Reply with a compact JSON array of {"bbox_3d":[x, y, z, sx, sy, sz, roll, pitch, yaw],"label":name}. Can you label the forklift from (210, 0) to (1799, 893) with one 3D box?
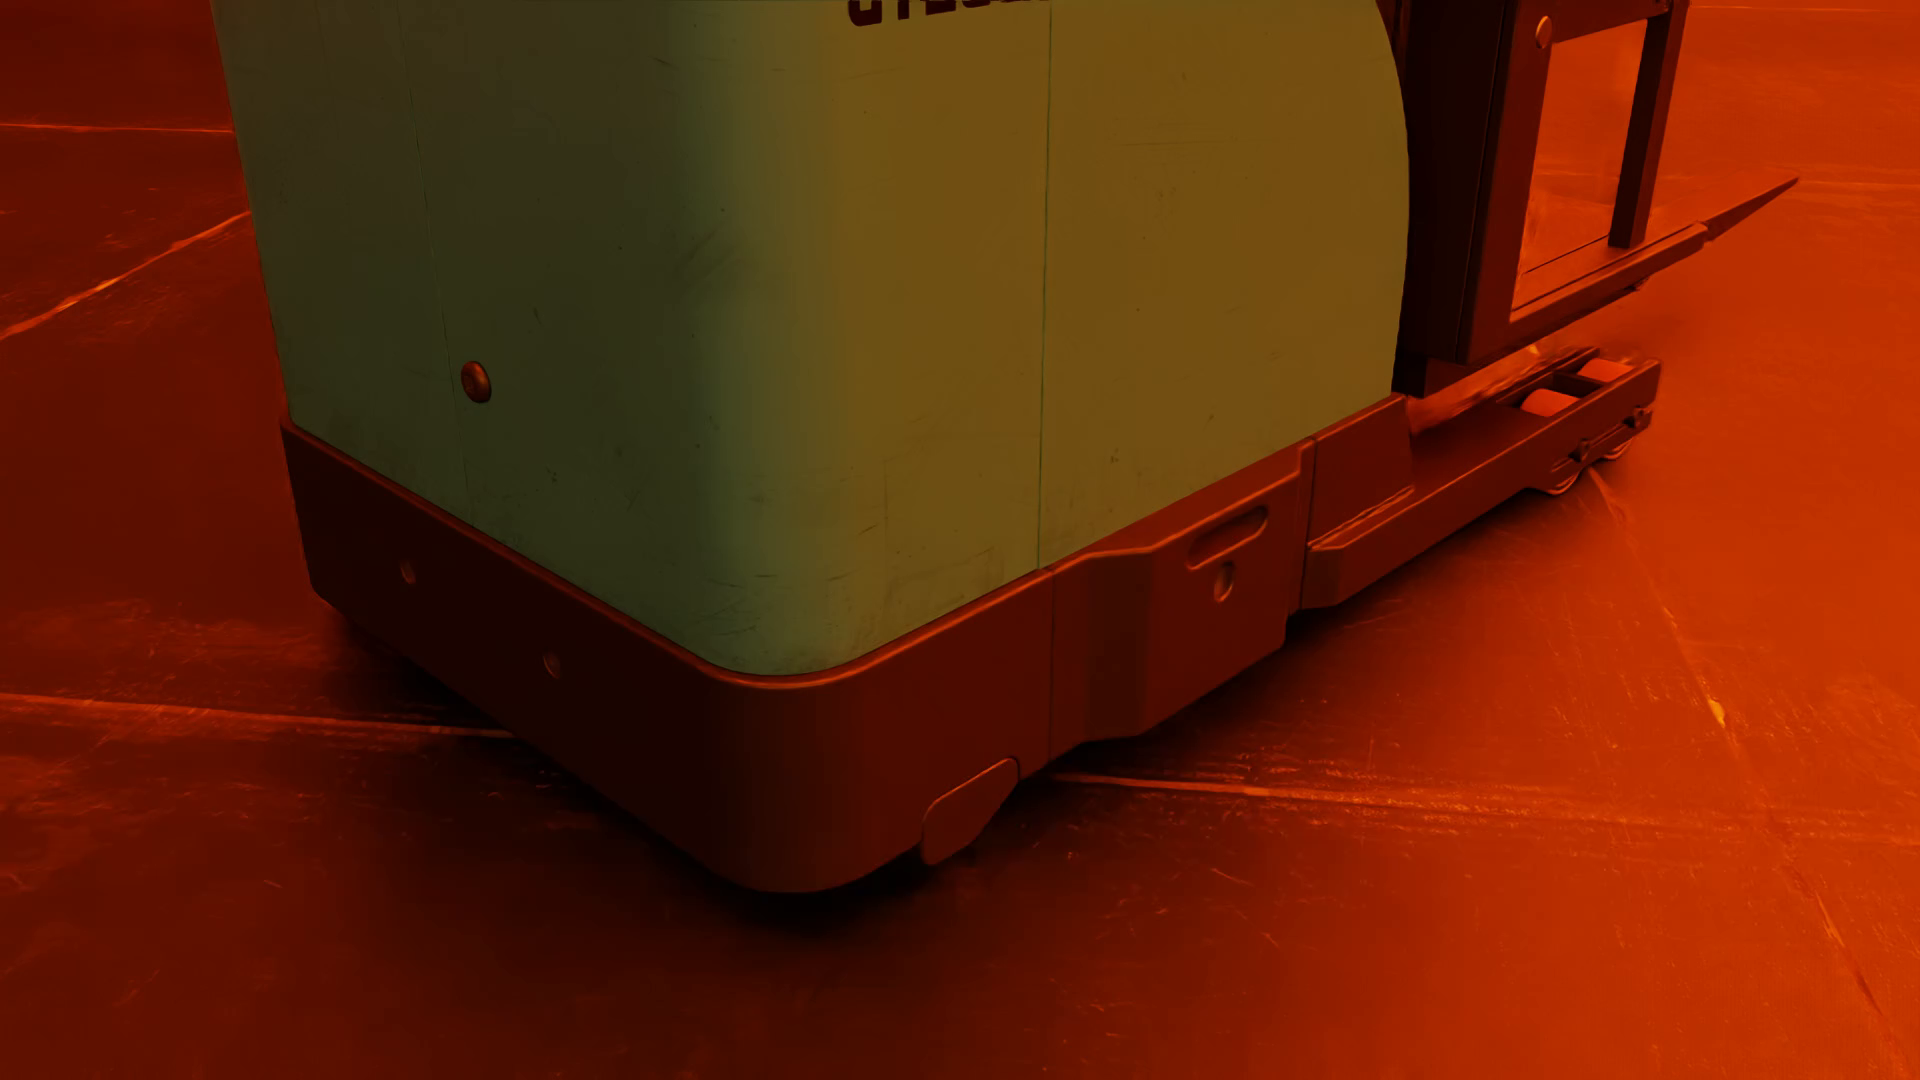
[{"bbox_3d":[0.515,-1.525,2.275,1.130,2.935,3.031,24,35,39],"label":"forklift"}]
